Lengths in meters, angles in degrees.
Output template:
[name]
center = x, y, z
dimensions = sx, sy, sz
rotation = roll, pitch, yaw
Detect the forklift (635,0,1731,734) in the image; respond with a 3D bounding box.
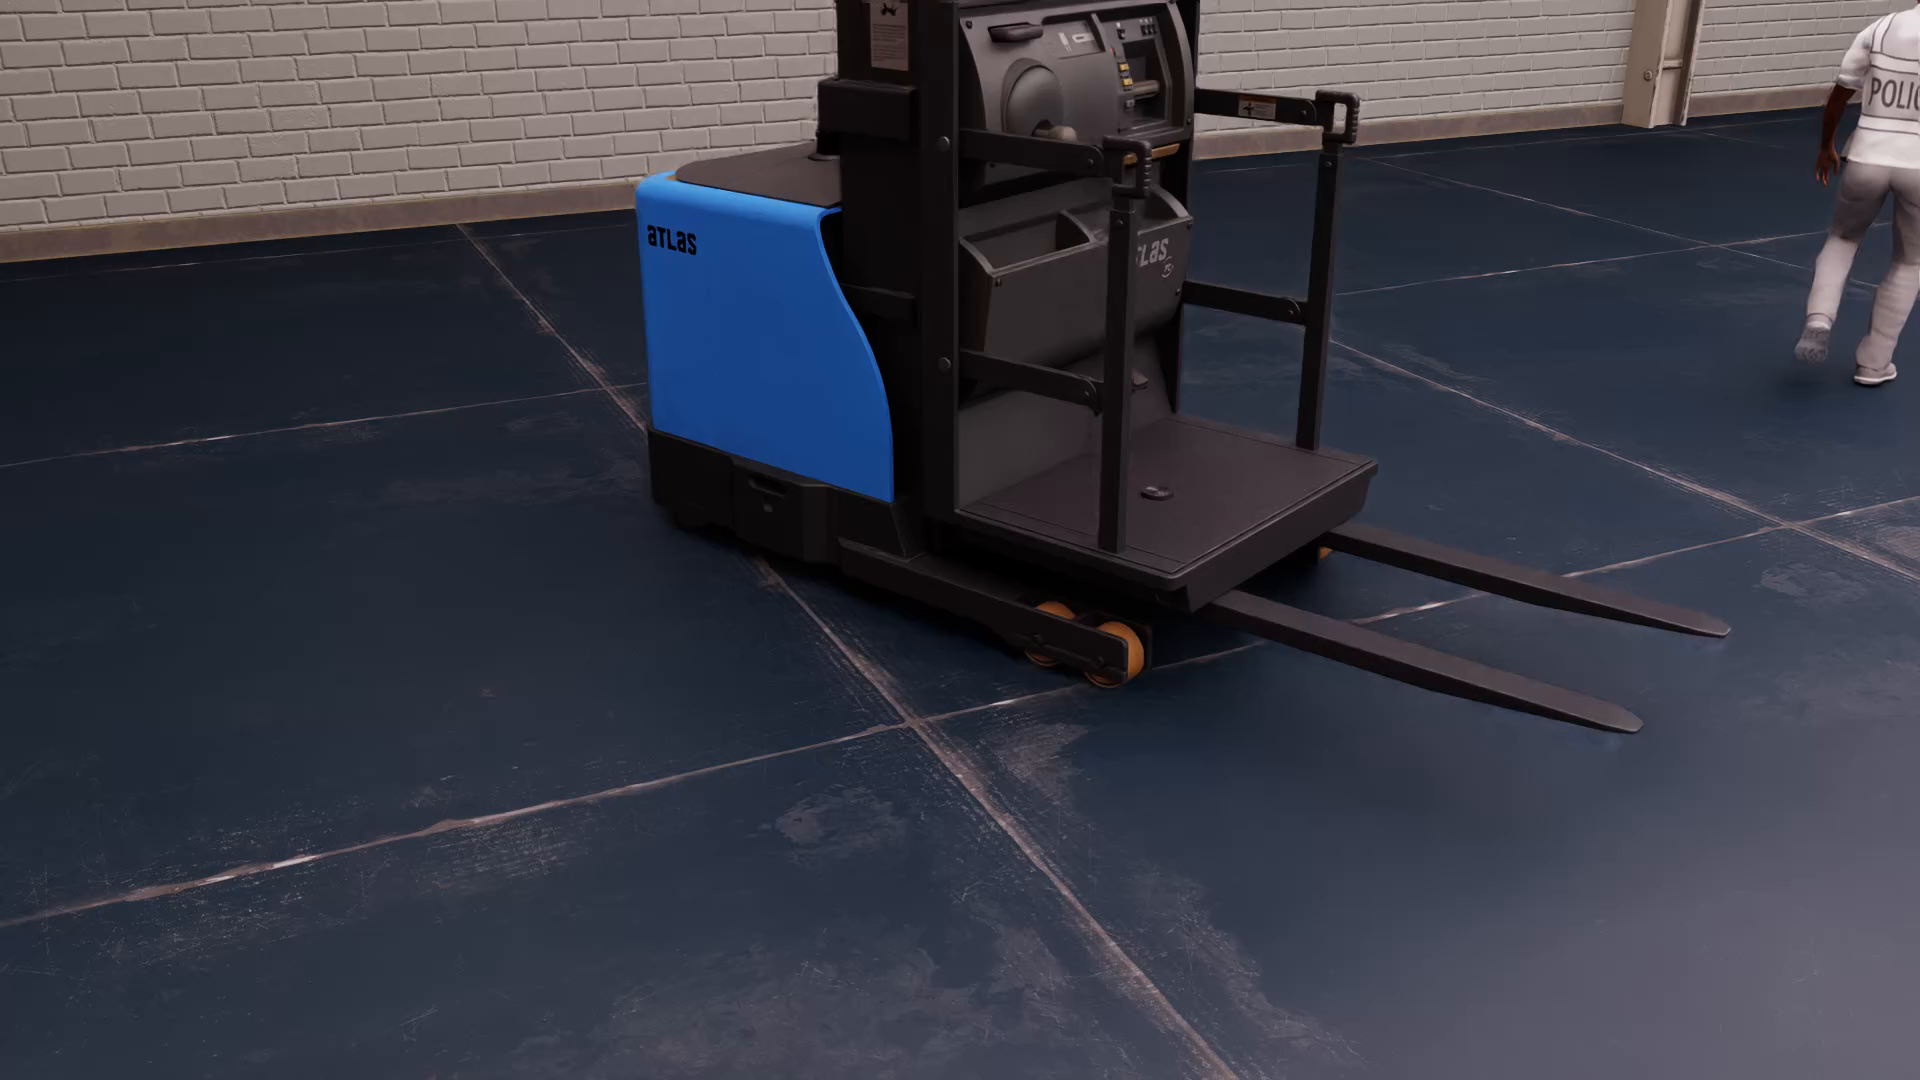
[forklift]
center = 0.484, -1.207, 4.192
dimensions = 3.031, 2.935, 1.130
rotation = 18, 28, 36

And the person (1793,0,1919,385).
[person]
center = 3.588, -1.414, 6.371
dimensions = 0.629, 1.648, 0.446
rotation = 18, 29, 37
